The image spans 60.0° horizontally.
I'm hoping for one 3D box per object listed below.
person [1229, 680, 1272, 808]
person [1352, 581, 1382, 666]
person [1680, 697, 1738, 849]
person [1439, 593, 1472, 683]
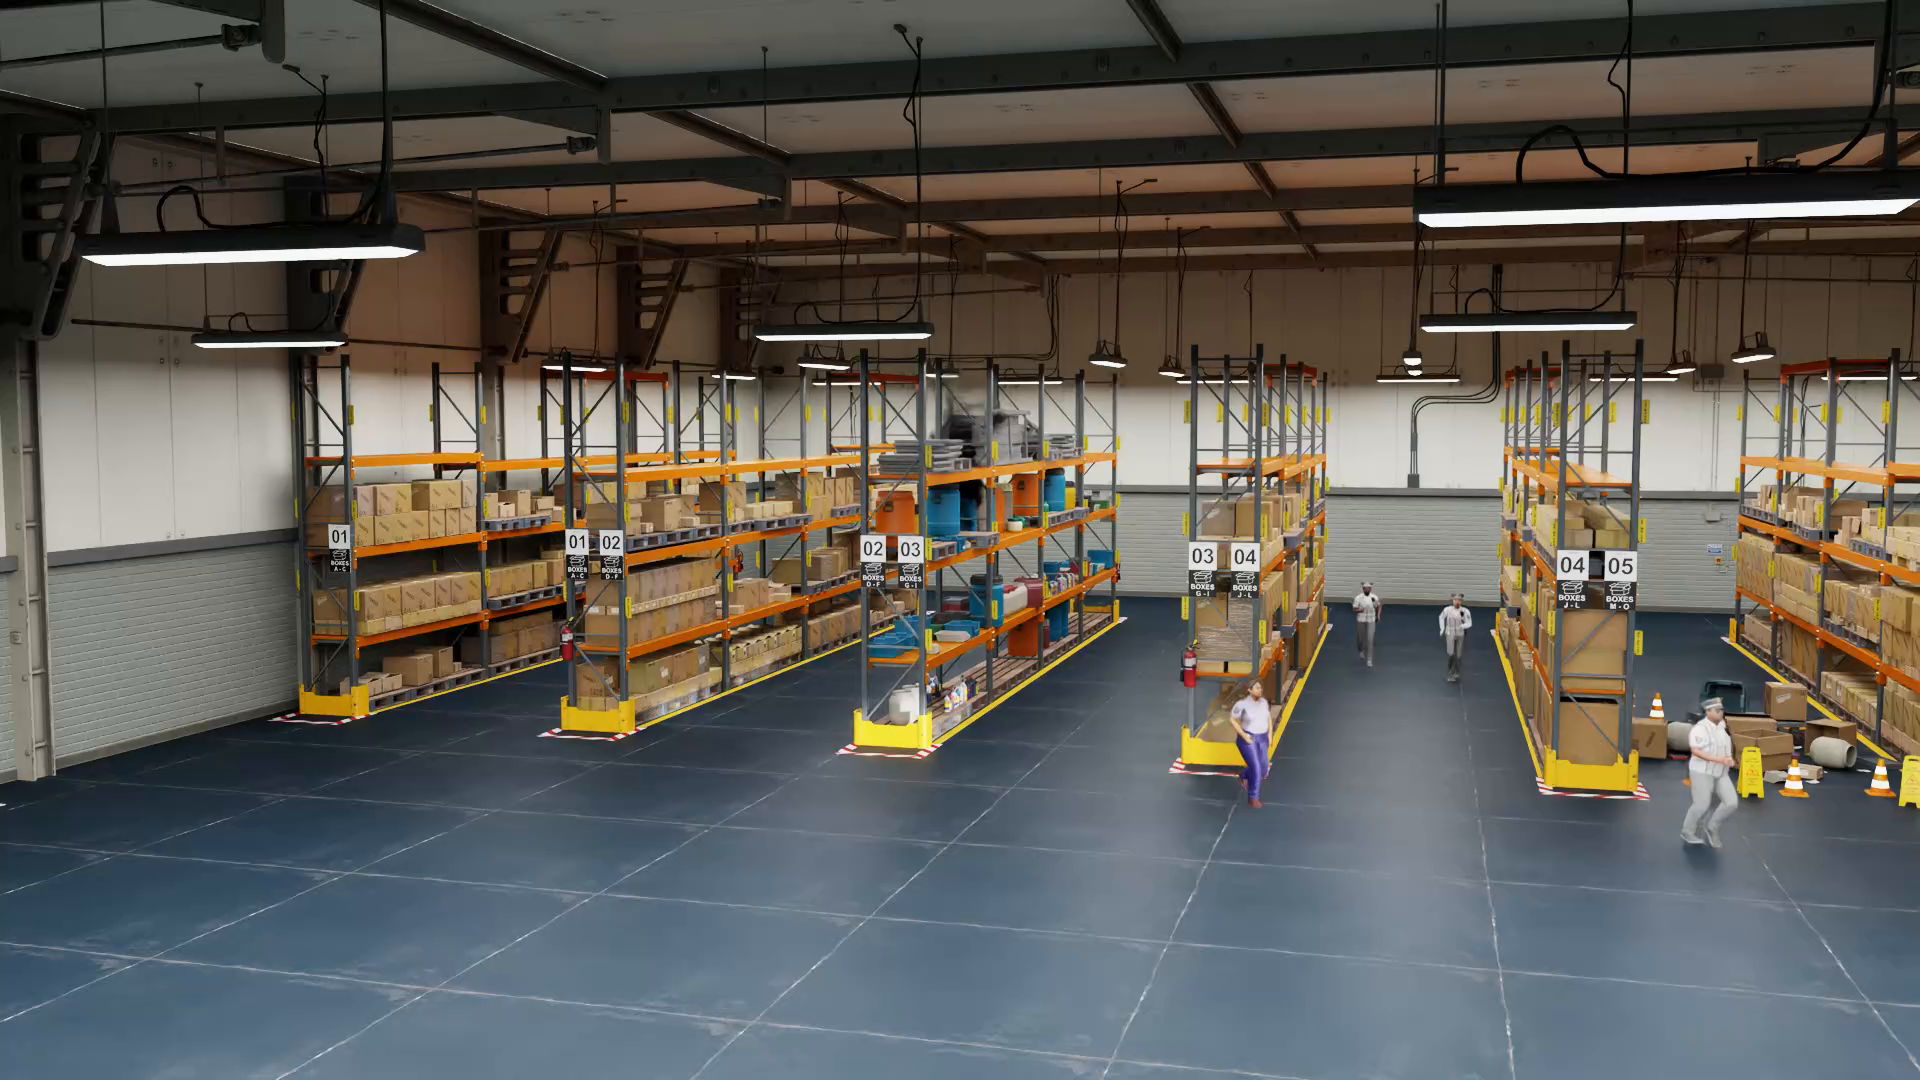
[{"bbox_3d":[3.761,2.613,21.504,0.634,1.621,0.696,-2,5,-27],"label":"person"},{"bbox_3d":[8.144,1.641,33.302,0.586,1.674,0.938,1,4,13],"label":"person"},{"bbox_3d":[8.694,2.704,19.184,0.683,1.822,0.718,-2,5,-25],"label":"person"},{"bbox_3d":[9.285,1.829,31.154,0.574,1.714,0.783,1,4,13],"label":"person"}]
